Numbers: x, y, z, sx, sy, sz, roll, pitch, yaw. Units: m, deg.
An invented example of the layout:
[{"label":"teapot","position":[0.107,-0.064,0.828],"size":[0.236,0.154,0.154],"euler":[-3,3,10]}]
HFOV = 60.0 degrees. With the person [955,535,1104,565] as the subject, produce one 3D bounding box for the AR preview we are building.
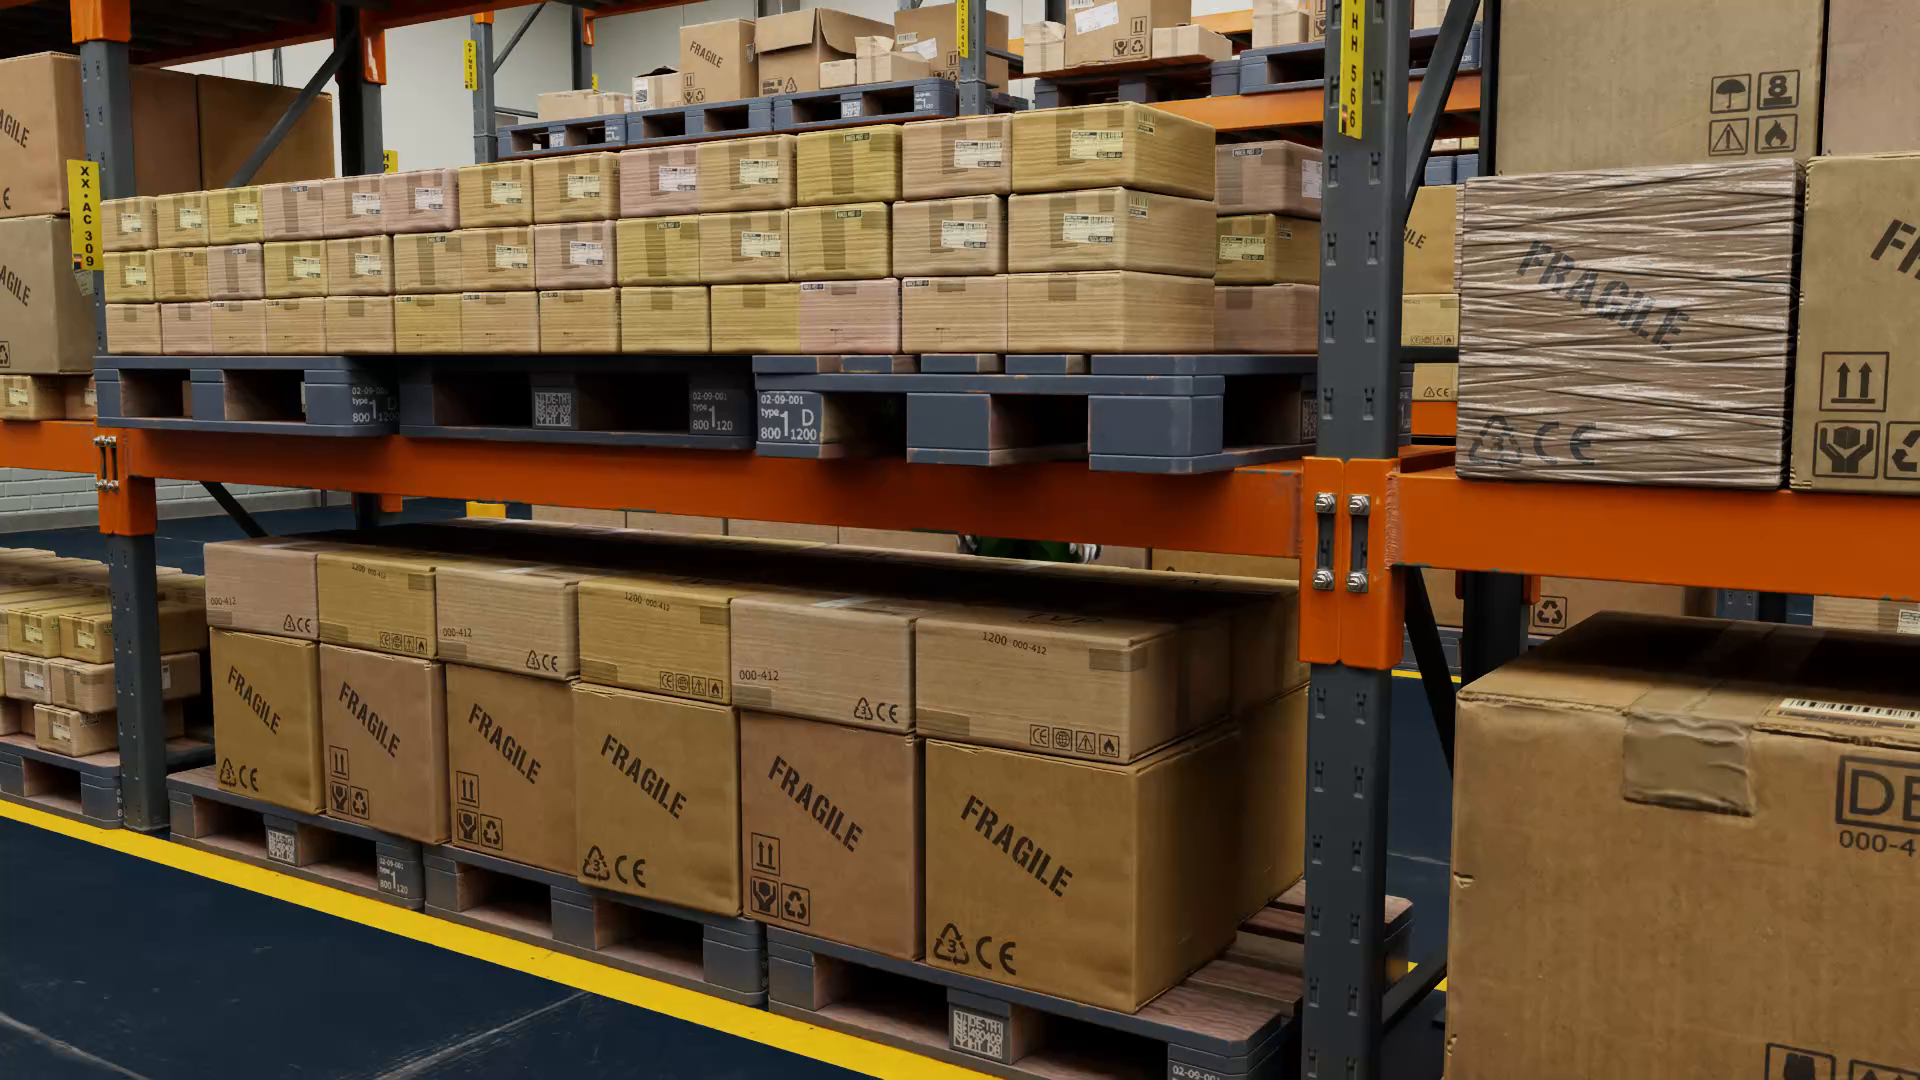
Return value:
[{"label":"person","position":[0.260,-0.064,6.247],"size":[0.612,1.778,0.451],"euler":[4,7,30]}]
